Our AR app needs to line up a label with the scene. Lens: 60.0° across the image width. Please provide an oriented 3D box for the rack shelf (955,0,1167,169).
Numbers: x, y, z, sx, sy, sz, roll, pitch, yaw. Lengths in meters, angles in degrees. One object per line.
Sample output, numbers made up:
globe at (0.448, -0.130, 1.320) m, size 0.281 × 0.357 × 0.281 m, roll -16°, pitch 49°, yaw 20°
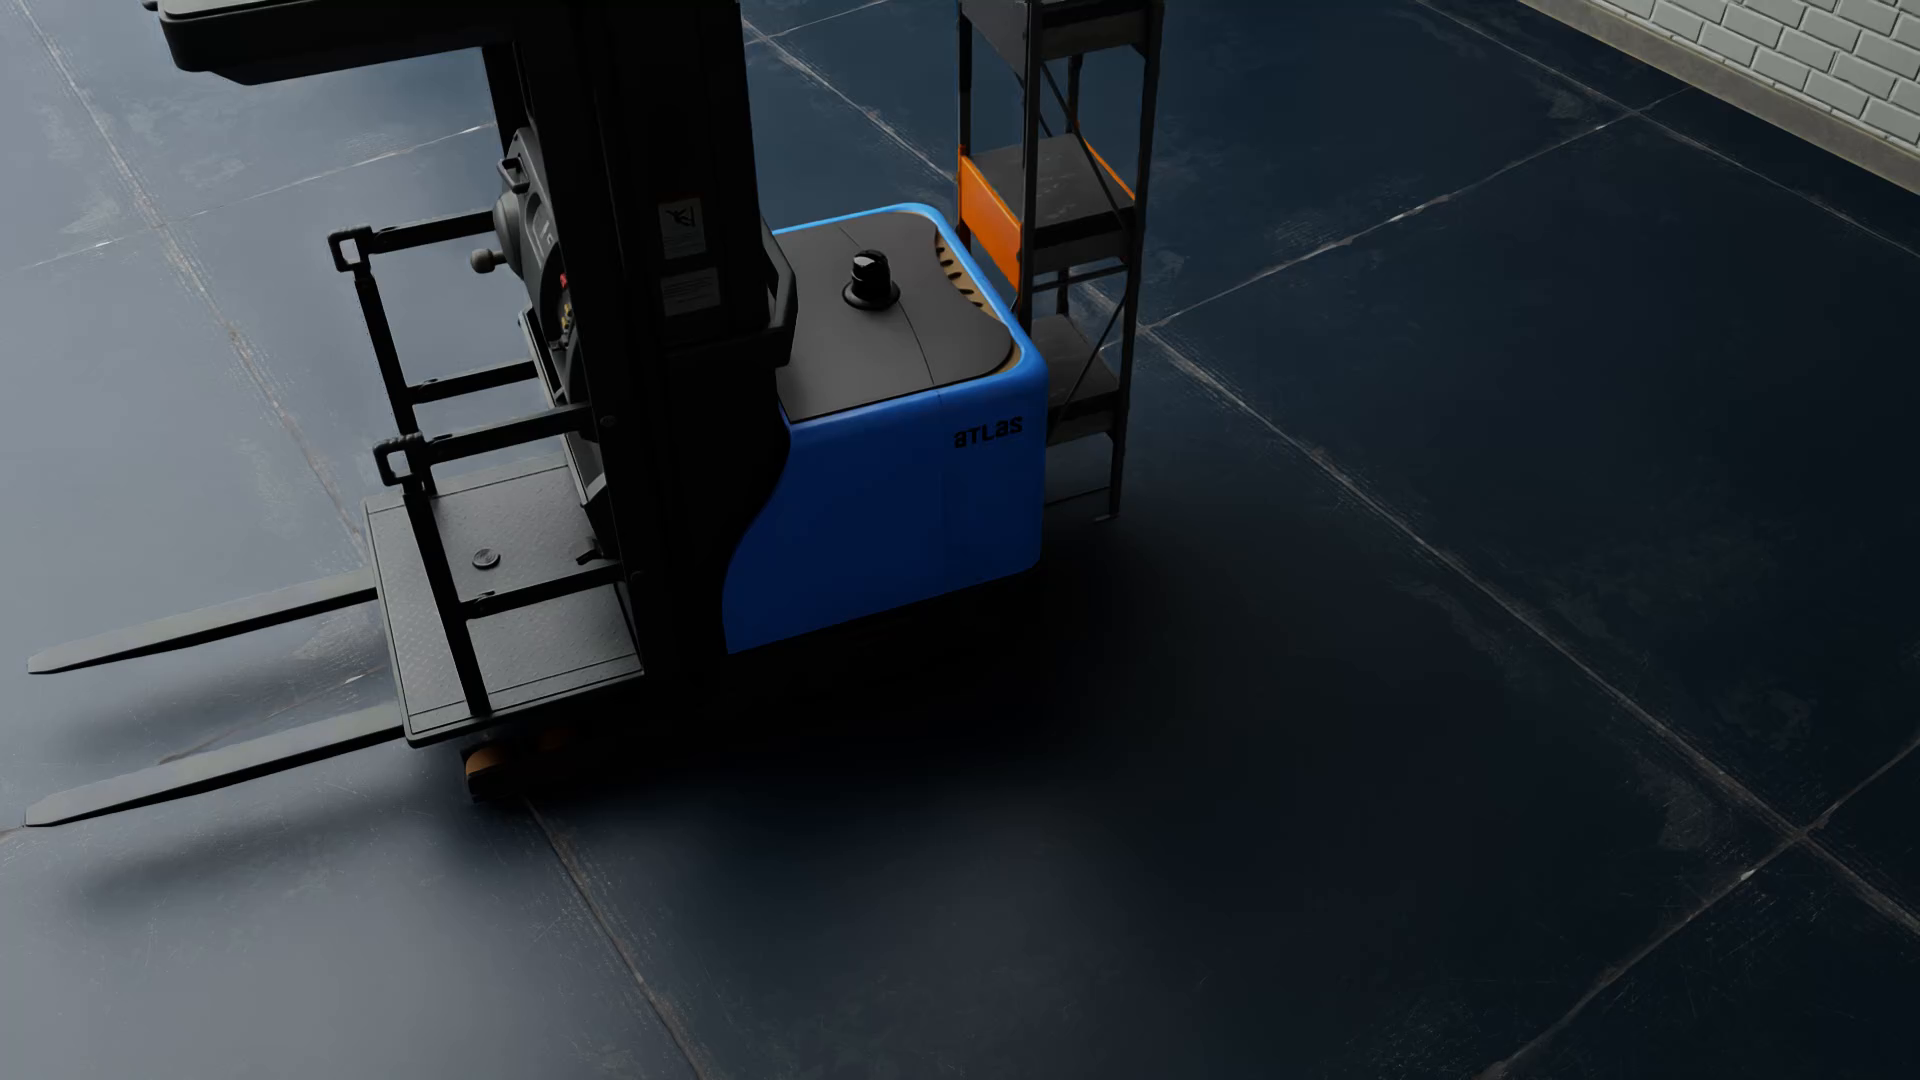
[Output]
rack shelf at (0.276, -1.445, 4.749) m, size 0.431 × 0.518 × 0.480 m, roll -16°, pitch 46°, yaw -16°

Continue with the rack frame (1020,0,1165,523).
rack frame at (0.369, -0.792, 5.060) m, size 0.400 × 2.100 × 0.015 m, roll -16°, pitch 46°, yaw -16°

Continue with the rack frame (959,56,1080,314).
rack frame at (0.183, -1.104, 5.386) m, size 0.400 × 2.100 × 0.015 m, roll -16°, pitch 46°, yaw -16°

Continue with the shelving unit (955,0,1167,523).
shelving unit at (0.276, -0.948, 5.223) m, size 0.431 × 2.100 × 0.503 m, roll -16°, pitch 46°, yaw -16°

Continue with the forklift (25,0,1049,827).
forklift at (-1.299, -0.706, 4.367) m, size 3.031 × 2.935 × 1.130 m, roll -15°, pitch 46°, yaw -15°

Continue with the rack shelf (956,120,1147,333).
rack shelf at (0.276, -0.938, 5.232) m, size 0.431 × 0.518 × 0.480 m, roll -16°, pitch 46°, yaw -16°

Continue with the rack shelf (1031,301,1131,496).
rack shelf at (0.276, -0.432, 5.715) m, size 0.431 × 0.518 × 0.480 m, roll -16°, pitch 46°, yaw -16°
